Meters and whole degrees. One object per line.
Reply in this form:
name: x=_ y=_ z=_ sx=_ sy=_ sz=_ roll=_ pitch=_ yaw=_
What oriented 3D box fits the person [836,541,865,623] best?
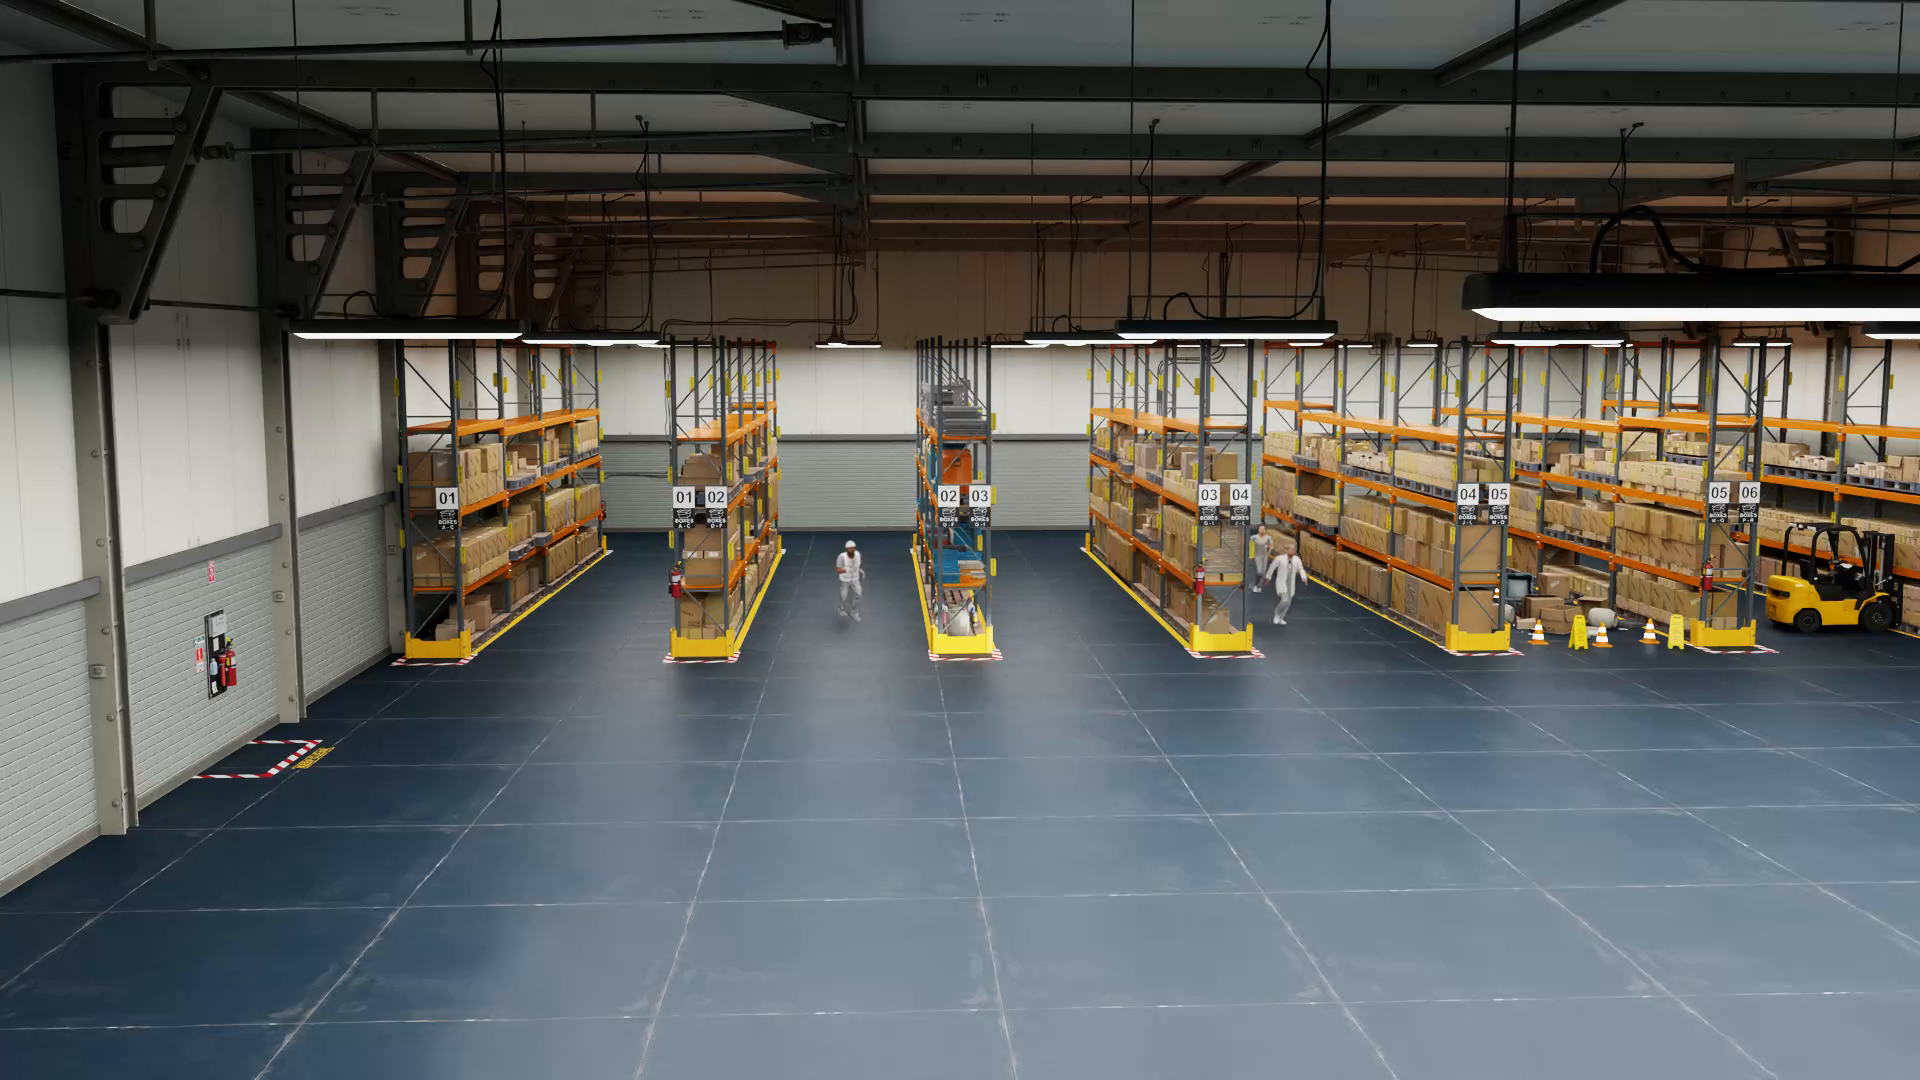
person: x=-2.324 y=0.867 z=35.279 sx=0.702 sy=1.742 sz=0.987 roll=-3 pitch=7 yaw=-21

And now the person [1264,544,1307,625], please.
person: x=6.812 y=0.932 z=34.527 sx=0.679 sy=1.724 sz=0.860 roll=-2 pitch=7 yaw=-19

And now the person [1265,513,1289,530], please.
person: x=9.372 y=-0.539 z=48.919 sx=0.909 sy=1.455 sz=0.706 roll=-4 pitch=8 yaw=-31

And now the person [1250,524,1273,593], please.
person: x=7.133 y=0.439 z=39.309 sx=0.553 sy=1.647 sz=0.640 roll=-1 pitch=7 yaw=-8
